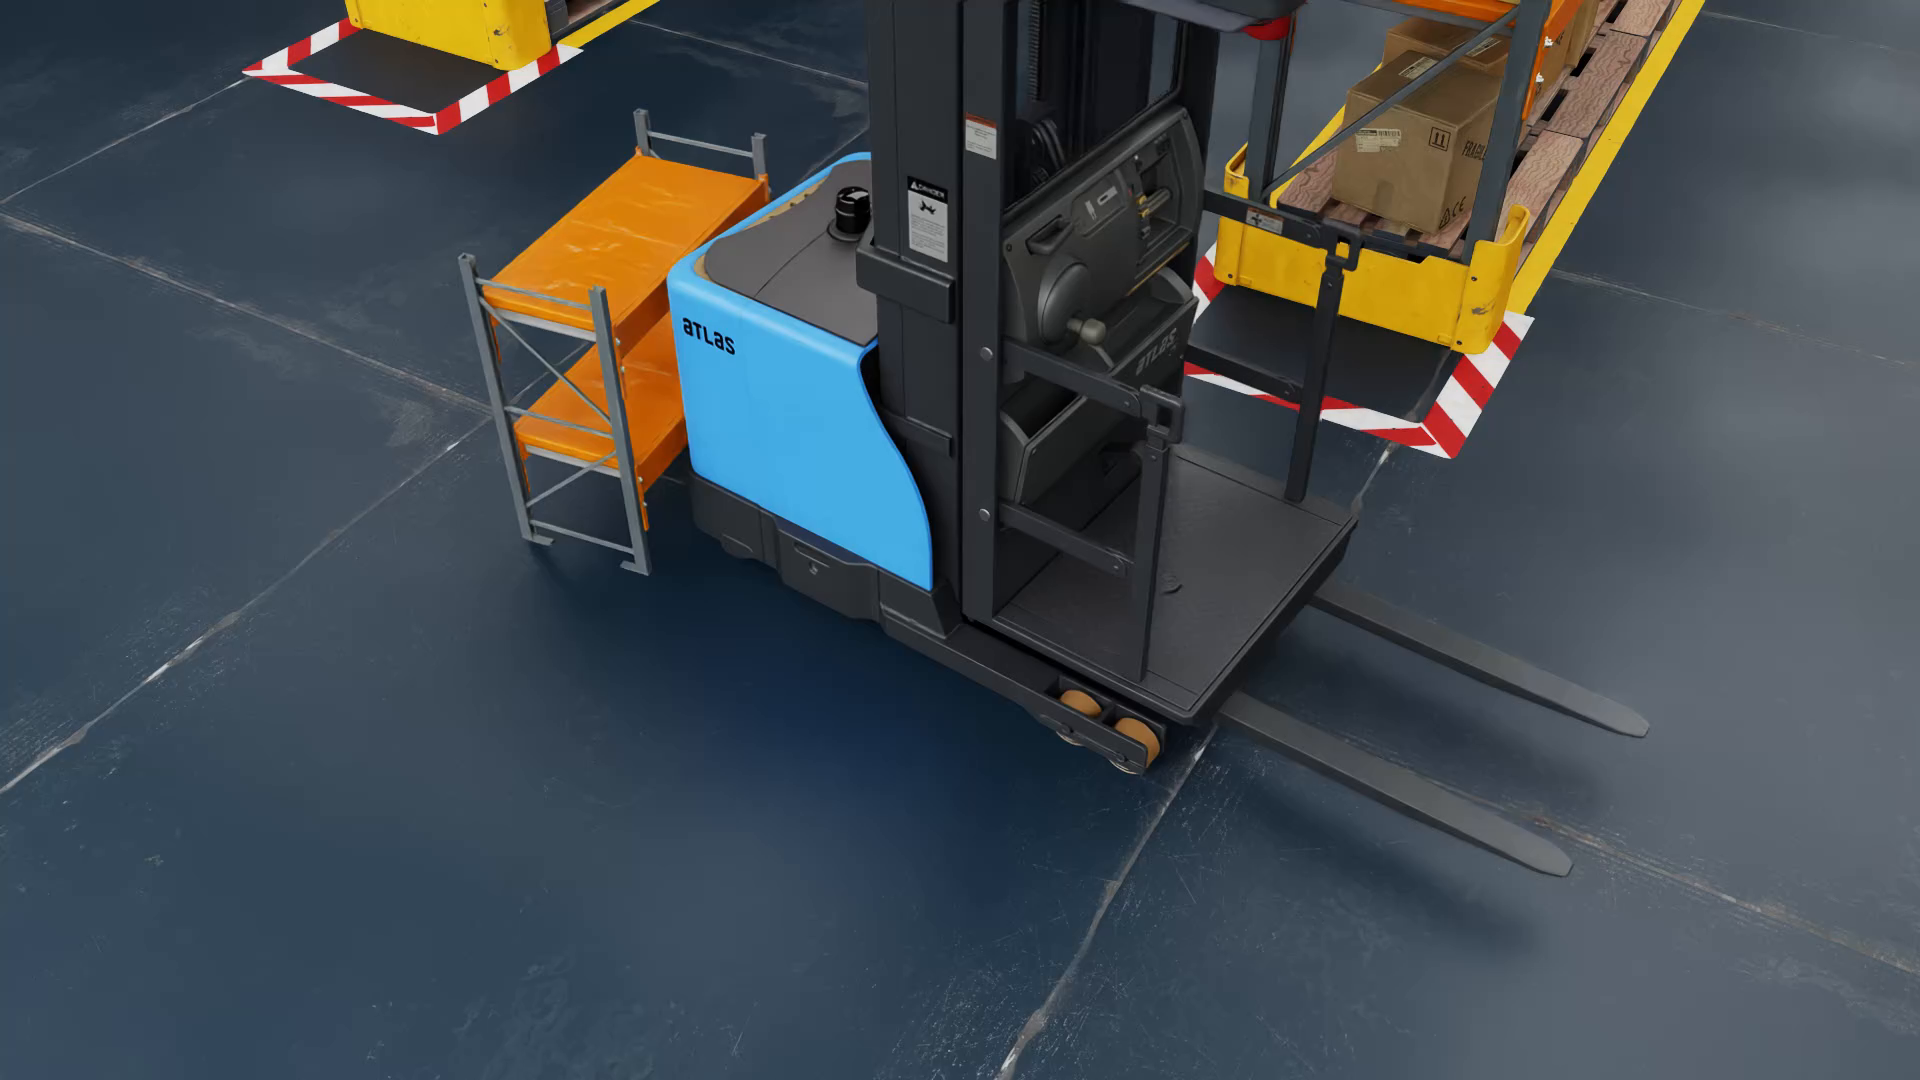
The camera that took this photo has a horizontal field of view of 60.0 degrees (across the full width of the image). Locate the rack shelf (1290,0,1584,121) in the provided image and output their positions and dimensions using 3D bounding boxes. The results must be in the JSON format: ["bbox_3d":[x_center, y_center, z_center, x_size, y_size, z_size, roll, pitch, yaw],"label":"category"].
[{"bbox_3d":[2.600,-2.966,7.393,1.077,0.370,4.000,21,45,22],"label":"rack shelf"}]

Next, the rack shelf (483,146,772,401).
[{"bbox_3d":[-1.083,-0.904,5.483,0.538,0.278,1.000,15,44,17],"label":"rack shelf"}]

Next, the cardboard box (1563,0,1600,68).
[{"bbox_3d":[2.843,-2.673,8.089,0.500,0.500,0.500,17,44,18],"label":"cardboard box"}]

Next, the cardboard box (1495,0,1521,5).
[{"bbox_3d":[1.948,-2.082,6.034,0.380,0.149,0.250,21,45,22],"label":"cardboard box"}]

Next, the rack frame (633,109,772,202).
[{"bbox_3d":[-0.887,-0.995,6.028,0.500,1.125,0.032,15,44,17],"label":"rack frame"}]

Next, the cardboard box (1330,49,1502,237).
[{"bbox_3d":[1.926,-1.663,6.942,0.500,0.500,0.500,30,49,29],"label":"cardboard box"}]

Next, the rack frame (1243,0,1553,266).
[{"bbox_3d":[1.599,-2.092,5.856,1.000,3.000,0.127,21,45,22],"label":"rack frame"}]

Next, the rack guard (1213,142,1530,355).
[{"bbox_3d":[1.637,-1.197,6.731,1.175,0.500,0.348,21,45,22],"label":"rack guard"}]

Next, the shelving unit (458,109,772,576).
[{"bbox_3d":[-1.083,-0.685,5.676,0.538,1.125,1.048,15,44,17],"label":"shelving unit"}]

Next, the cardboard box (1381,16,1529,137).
[{"bbox_3d":[2.196,-2.016,7.344,0.500,0.500,0.500,-33,51,-32],"label":"cardboard box"}]

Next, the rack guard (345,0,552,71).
[{"bbox_3d":[-2.692,-2.851,8.609,1.175,0.500,0.348,21,45,22],"label":"rack guard"}]

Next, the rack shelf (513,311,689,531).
[{"bbox_3d":[-1.083,-0.501,5.838,0.538,0.278,1.000,15,44,17],"label":"rack shelf"}]

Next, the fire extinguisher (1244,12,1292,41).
[{"bbox_3d":[1.143,-2.150,5.980,0.296,0.674,0.183,21,45,22],"label":"fire extinguisher"}]

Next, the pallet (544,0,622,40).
[{"bbox_3d":[-2.280,-3.205,9.230,1.003,0.211,1.213,21,45,22],"label":"pallet"}]

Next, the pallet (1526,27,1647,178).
[{"bbox_3d":[2.686,-2.237,8.131,1.003,0.211,1.213,21,45,22],"label":"pallet"}]

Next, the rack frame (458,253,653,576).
[{"bbox_3d":[-1.278,-0.375,5.324,0.500,1.125,0.032,15,44,17],"label":"rack frame"}]

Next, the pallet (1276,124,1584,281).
[{"bbox_3d":[2.074,-1.542,7.341,1.003,0.211,1.213,21,45,22],"label":"pallet"}]

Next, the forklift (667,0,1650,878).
[{"bbox_3d":[0.575,-0.806,4.448,3.031,2.935,1.130,26,47,26],"label":"forklift"}]

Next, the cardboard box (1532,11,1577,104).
[{"bbox_3d":[2.525,-2.368,7.743,0.500,0.500,0.500,25,47,26],"label":"cardboard box"}]

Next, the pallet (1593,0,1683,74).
[{"bbox_3d":[3.295,-2.938,8.926,1.003,0.211,1.213,21,45,22],"label":"pallet"}]
